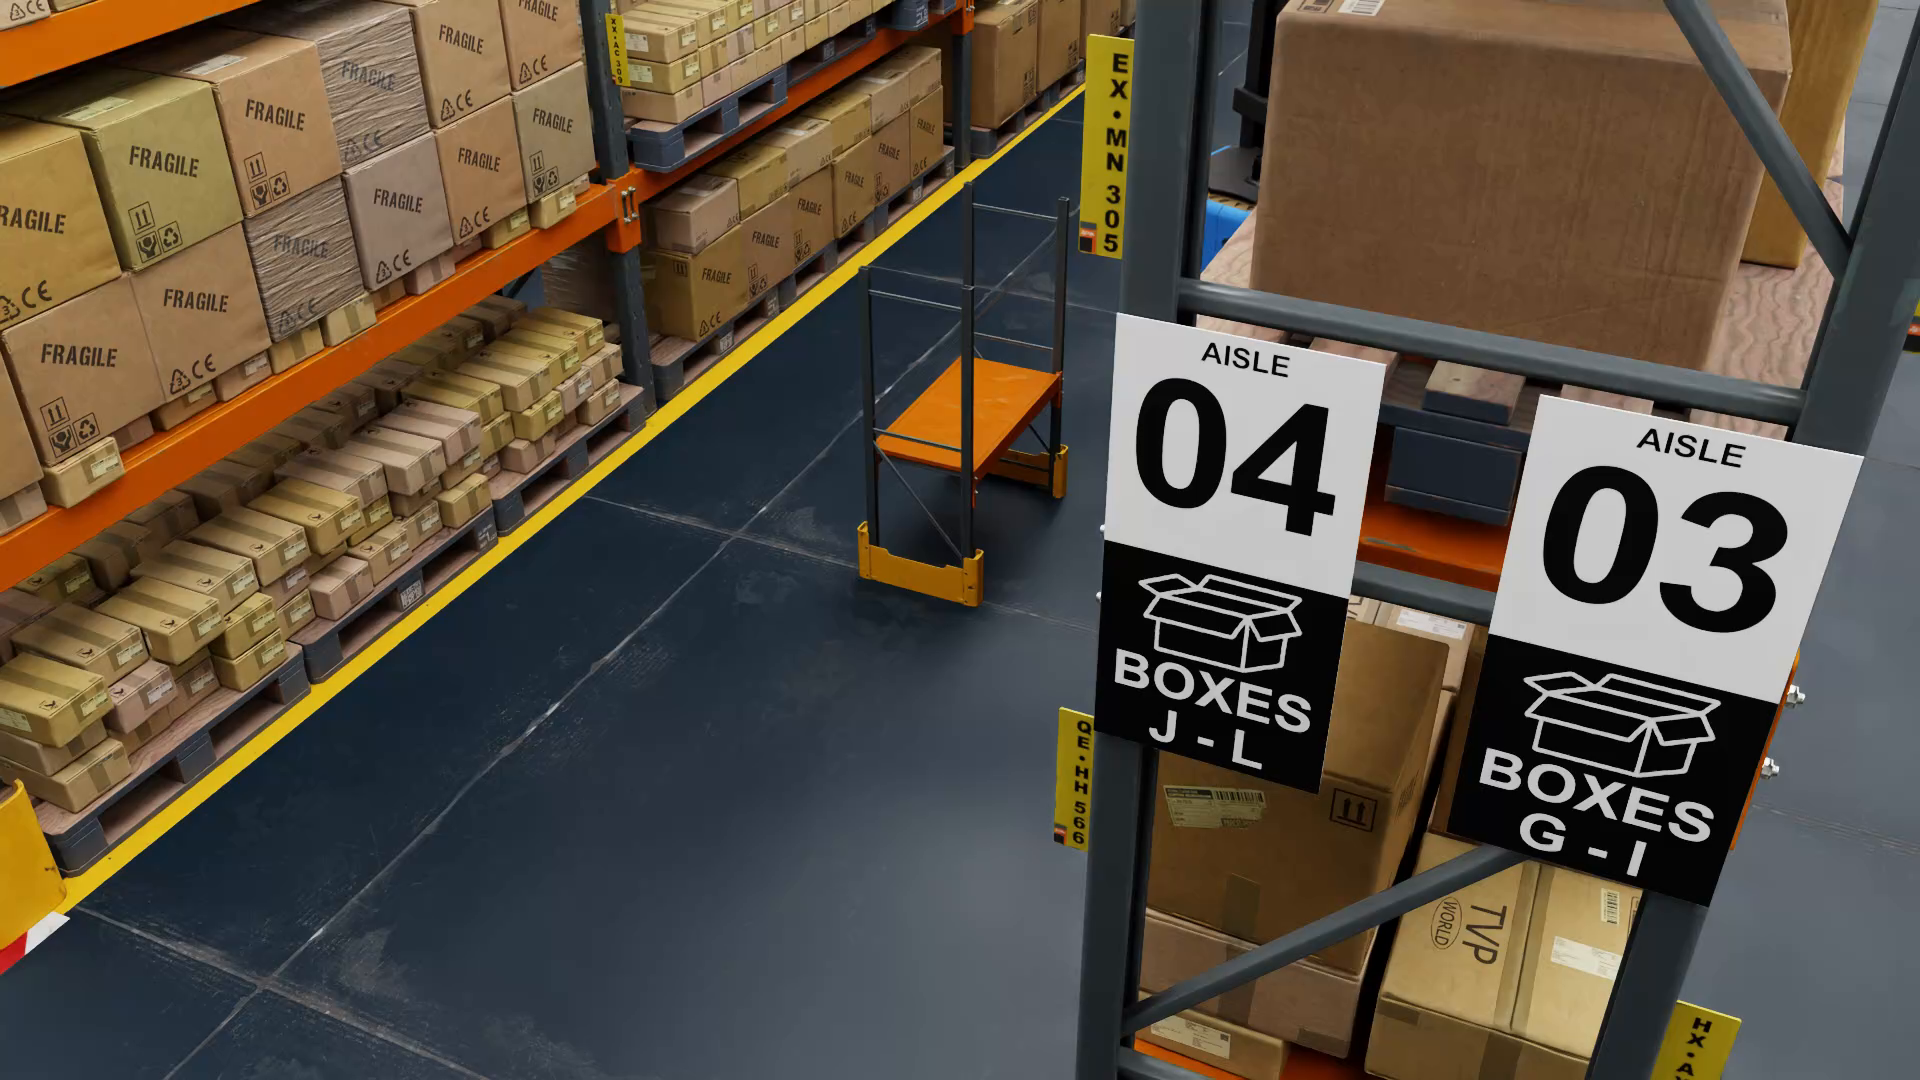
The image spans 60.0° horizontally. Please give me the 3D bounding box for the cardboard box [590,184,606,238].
[{"bbox_3d":[-1.996,-1.890,9.110,0.500,0.250,0.500,13,36,19],"label":"cardboard box"}]

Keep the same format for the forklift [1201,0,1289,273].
[{"bbox_3d":[2.295,-2.605,9.050,1.130,2.935,3.031,26,41,34],"label":"forklift"}]

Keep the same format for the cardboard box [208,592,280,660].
[{"bbox_3d":[-2.905,0.296,6.508,0.380,0.149,0.250,15,36,22],"label":"cardboard box"}]

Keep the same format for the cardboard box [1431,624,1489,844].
[{"bbox_3d":[1.367,0.362,3.645,0.500,0.500,0.500,13,36,19],"label":"cardboard box"}]

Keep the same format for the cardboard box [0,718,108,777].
[{"bbox_3d":[-3.299,0.665,5.946,0.380,0.149,0.250,16,36,22],"label":"cardboard box"}]

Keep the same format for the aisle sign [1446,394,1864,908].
[{"bbox_3d":[0.954,0.180,2.368,0.394,0.787,0.004,14,36,20],"label":"aisle sign"}]

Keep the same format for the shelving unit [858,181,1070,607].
[{"bbox_3d":[0.032,-0.665,7.397,0.587,1.500,1.083,14,36,20],"label":"shelving unit"}]

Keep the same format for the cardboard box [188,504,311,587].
[{"bbox_3d":[-2.842,0.020,6.658,0.380,0.149,0.250,16,36,22],"label":"cardboard box"}]

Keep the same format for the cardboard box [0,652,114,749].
[{"bbox_3d":[-3.223,0.560,5.836,0.380,0.149,0.250,13,35,18],"label":"cardboard box"}]

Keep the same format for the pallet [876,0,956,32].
[{"bbox_3d":[-0.606,-3.550,10.603,1.213,0.211,1.003,14,36,20],"label":"pallet"}]

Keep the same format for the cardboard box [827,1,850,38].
[{"bbox_3d":[-0.845,-2.955,9.367,0.380,0.149,0.250,13,35,18],"label":"cardboard box"}]

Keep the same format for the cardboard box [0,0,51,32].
[{"bbox_3d":[-3.107,-1.643,4.922,0.500,0.250,0.500,15,36,22],"label":"cardboard box"}]

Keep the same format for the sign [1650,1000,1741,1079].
[{"bbox_3d":[1.213,0.898,2.783,0.100,0.325,0.005,14,36,20],"label":"sign"}]

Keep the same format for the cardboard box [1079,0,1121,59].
[{"bbox_3d":[0.684,-4.427,13.435,1.050,0.750,0.750,14,36,20],"label":"cardboard box"}]

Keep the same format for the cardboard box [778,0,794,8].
[{"bbox_3d":[-1.061,-2.946,8.811,0.380,0.149,0.250,14,36,20],"label":"cardboard box"}]

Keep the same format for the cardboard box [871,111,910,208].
[{"bbox_3d":[-0.663,-2.494,10.715,0.500,0.500,0.500,16,36,22],"label":"cardboard box"}]

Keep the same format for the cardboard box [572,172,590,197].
[{"bbox_3d":[-1.985,-1.716,7.861,0.380,0.149,0.250,14,36,20],"label":"cardboard box"}]

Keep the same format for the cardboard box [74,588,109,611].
[{"bbox_3d":[-3.574,0.279,6.534,0.380,0.149,0.250,13,35,19],"label":"cardboard box"}]

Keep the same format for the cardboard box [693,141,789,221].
[{"bbox_3d":[-1.308,-2.035,9.330,0.500,0.250,0.500,15,36,22],"label":"cardboard box"}]

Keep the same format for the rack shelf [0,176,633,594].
[{"bbox_3d":[-2.914,-0.721,6.769,1.077,0.370,4.000,14,36,20],"label":"rack shelf"}]

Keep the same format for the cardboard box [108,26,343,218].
[{"bbox_3d":[-2.669,-1.534,6.079,0.500,0.500,0.500,13,35,19],"label":"cardboard box"}]

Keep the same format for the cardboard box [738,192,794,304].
[{"bbox_3d":[-1.308,-1.719,9.532,0.500,0.500,0.500,16,36,23],"label":"cardboard box"}]

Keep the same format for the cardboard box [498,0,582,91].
[{"bbox_3d":[-2.029,-2.306,7.256,0.500,0.500,0.500,13,35,19],"label":"cardboard box"}]

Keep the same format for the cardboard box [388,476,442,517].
[{"bbox_3d":[-2.532,-0.258,7.353,0.380,0.149,0.250,12,35,18],"label":"cardboard box"}]

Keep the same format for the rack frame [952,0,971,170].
[{"bbox_3d":[-0.404,-4.010,11.129,1.000,3.000,0.127,14,36,20],"label":"rack frame"}]

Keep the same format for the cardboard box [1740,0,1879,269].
[{"bbox_3d":[1.225,-0.875,3.047,0.700,0.500,0.500,13,35,19],"label":"cardboard box"}]

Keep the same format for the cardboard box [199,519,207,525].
[{"bbox_3d":[-3.245,-0.105,7.120,0.380,0.149,0.250,16,37,23],"label":"cardboard box"}]

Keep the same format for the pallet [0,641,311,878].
[{"bbox_3d":[-3.347,0.706,6.480,1.003,0.211,1.213,14,36,20],"label":"pallet"}]

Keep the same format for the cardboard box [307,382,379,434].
[{"bbox_3d":[-2.909,-0.622,7.637,0.380,0.149,0.250,15,36,21],"label":"cardboard box"}]

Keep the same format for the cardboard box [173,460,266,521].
[{"bbox_3d":[-3.171,-0.216,7.019,0.380,0.149,0.250,13,35,19],"label":"cardboard box"}]

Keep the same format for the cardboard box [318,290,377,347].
[{"bbox_3d":[-2.573,-0.921,6.649,0.380,0.149,0.250,15,36,21],"label":"cardboard box"}]

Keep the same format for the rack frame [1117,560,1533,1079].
[{"bbox_3d":[0.708,1.162,3.242,0.949,2.616,0.053,14,36,20],"label":"rack frame"}]

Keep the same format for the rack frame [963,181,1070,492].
[{"bbox_3d":[0.248,-0.923,7.790,0.500,1.500,0.032,14,36,20],"label":"rack frame"}]

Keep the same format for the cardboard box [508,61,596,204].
[{"bbox_3d":[-2.023,-1.878,7.516,0.500,0.500,0.500,14,36,21],"label":"cardboard box"}]

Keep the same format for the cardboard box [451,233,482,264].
[{"bbox_3d":[-2.330,-1.331,7.274,0.380,0.149,0.250,13,35,19],"label":"cardboard box"}]

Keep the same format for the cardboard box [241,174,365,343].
[{"bbox_3d":[-2.688,-1.120,6.361,0.500,0.500,0.500,13,36,19],"label":"cardboard box"}]

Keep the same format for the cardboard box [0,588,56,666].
[{"bbox_3d":[-3.603,0.309,6.218,0.380,0.149,0.250,15,36,21],"label":"cardboard box"}]

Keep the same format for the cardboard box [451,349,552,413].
[{"bbox_3d":[-2.159,-0.751,7.834,0.380,0.149,0.250,14,36,20],"label":"cardboard box"}]

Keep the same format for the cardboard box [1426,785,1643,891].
[{"bbox_3d":[1.369,0.664,3.868,0.500,0.250,0.500,14,36,20],"label":"cardboard box"}]

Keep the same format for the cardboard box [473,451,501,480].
[{"bbox_3d":[-2.390,-0.367,7.792,0.380,0.149,0.250,13,36,19],"label":"cardboard box"}]

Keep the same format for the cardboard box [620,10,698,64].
[{"bbox_3d":[-1.495,-2.427,8.020,0.380,0.149,0.250,16,37,23],"label":"cardboard box"}]

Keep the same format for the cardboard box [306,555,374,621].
[{"bbox_3d":[-2.699,0.174,6.966,0.380,0.149,0.250,12,35,18],"label":"cardboard box"}]

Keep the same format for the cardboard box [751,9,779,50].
[{"bbox_3d":[-1.173,-2.691,8.693,0.380,0.149,0.250,13,35,18],"label":"cardboard box"}]

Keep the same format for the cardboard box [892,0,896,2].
[{"bbox_3d":[-0.513,-3.354,9.976,0.380,0.149,0.250,14,36,20],"label":"cardboard box"}]

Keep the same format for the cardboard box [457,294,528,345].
[{"bbox_3d":[-2.410,-1.126,8.405,0.380,0.149,0.250,16,36,22],"label":"cardboard box"}]

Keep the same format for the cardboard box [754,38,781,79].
[{"bbox_3d":[-1.170,-2.567,8.775,0.380,0.149,0.250,15,36,21],"label":"cardboard box"}]

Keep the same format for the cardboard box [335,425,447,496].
[{"bbox_3d":[-2.469,-0.346,7.217,0.380,0.149,0.250,13,35,19],"label":"cardboard box"}]

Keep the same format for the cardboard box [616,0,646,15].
[{"bbox_3d":[-1.866,-2.844,8.655,0.380,0.149,0.250,13,35,19],"label":"cardboard box"}]

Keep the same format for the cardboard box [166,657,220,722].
[{"bbox_3d":[-3.108,0.529,6.424,0.380,0.149,0.250,15,36,21],"label":"cardboard box"}]

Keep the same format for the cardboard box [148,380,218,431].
[{"bbox_3d":[-2.968,-0.554,6.089,0.380,0.149,0.250,14,36,20],"label":"cardboard box"}]

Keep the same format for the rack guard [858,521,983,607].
[{"bbox_3d":[-0.176,0.106,7.361,0.587,0.250,0.087,14,36,20],"label":"rack guard"}]
